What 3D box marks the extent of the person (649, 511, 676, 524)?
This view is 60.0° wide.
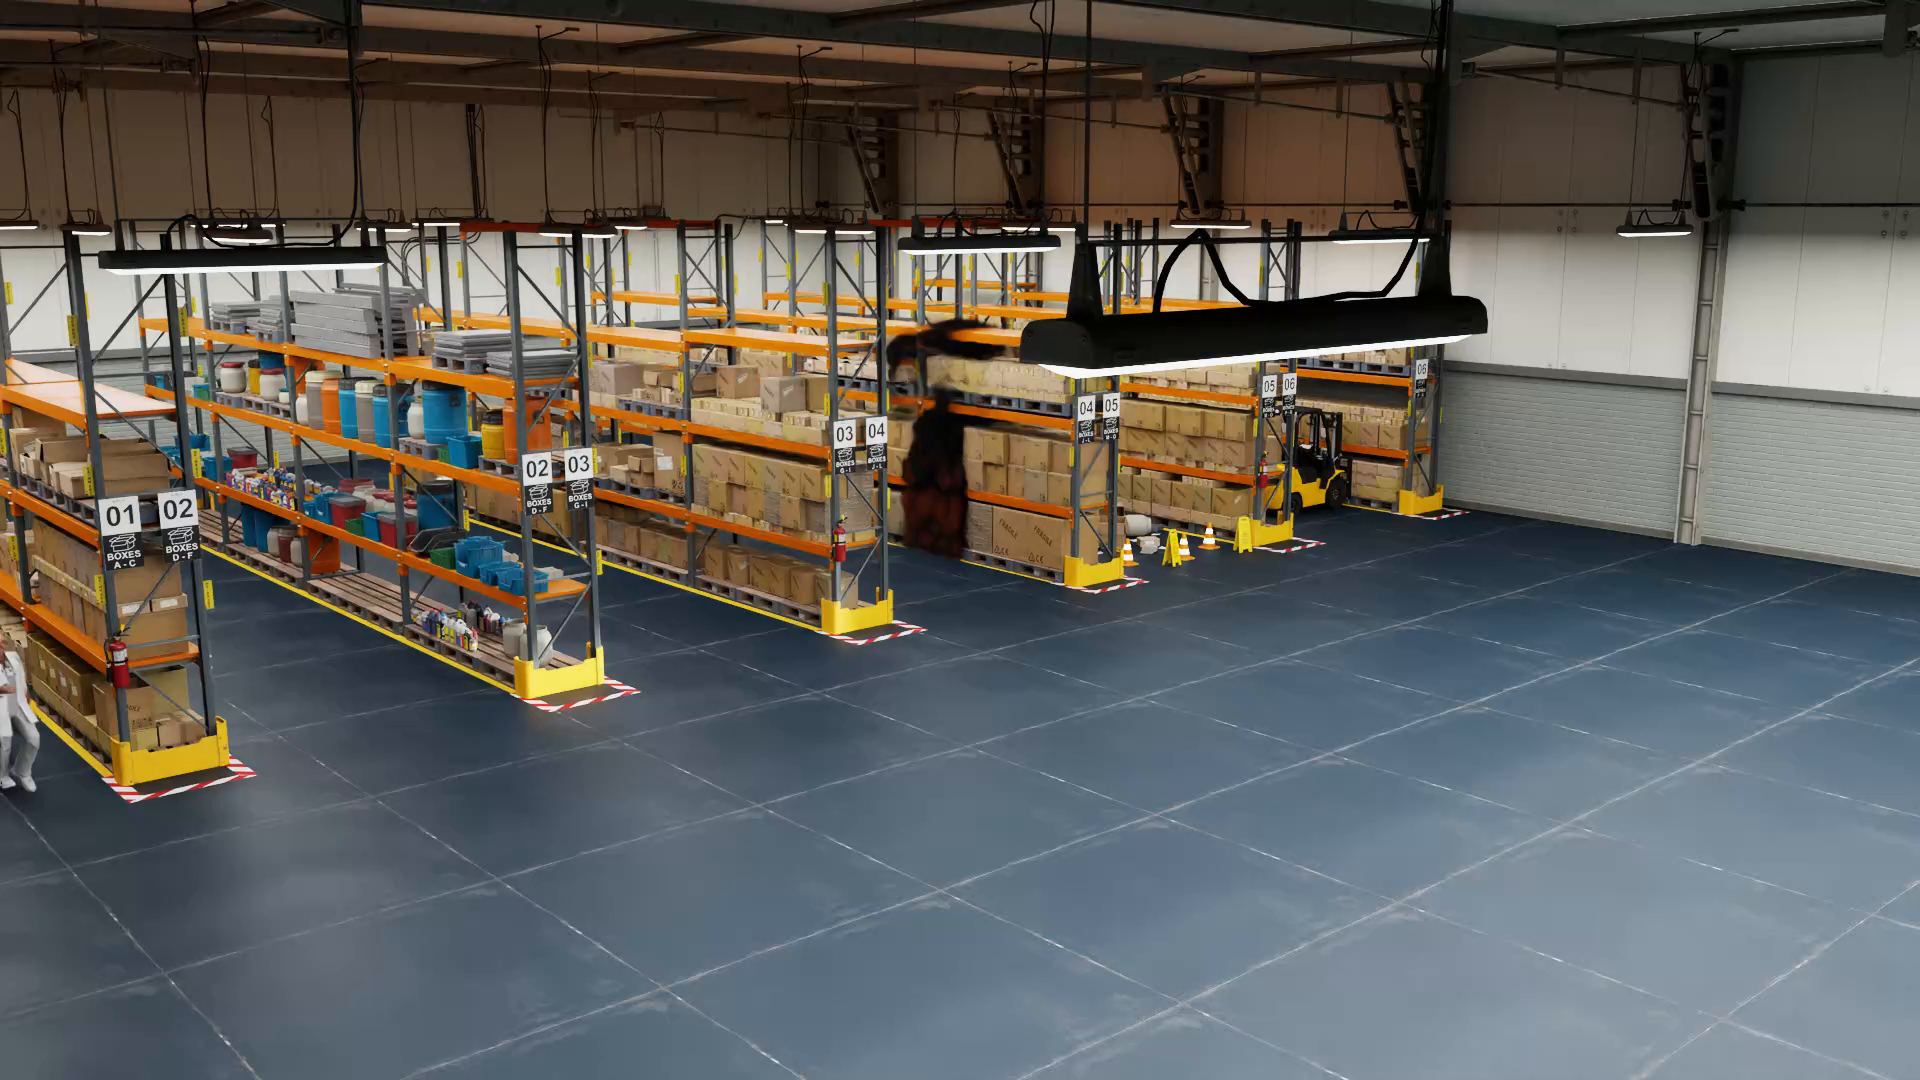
[{"bbox_3d":[-5.882,-1.004,32.579,0.518,1.696,0.878,-10,15,-40],"label":"person"}]

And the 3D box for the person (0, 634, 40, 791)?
[{"bbox_3d":[-10.332,1.888,18.071,0.752,1.805,0.689,7,13,31],"label":"person"}]

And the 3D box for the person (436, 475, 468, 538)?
[{"bbox_3d":[-9.291,-0.602,30.372,0.872,1.815,0.683,10,15,41],"label":"person"}]
